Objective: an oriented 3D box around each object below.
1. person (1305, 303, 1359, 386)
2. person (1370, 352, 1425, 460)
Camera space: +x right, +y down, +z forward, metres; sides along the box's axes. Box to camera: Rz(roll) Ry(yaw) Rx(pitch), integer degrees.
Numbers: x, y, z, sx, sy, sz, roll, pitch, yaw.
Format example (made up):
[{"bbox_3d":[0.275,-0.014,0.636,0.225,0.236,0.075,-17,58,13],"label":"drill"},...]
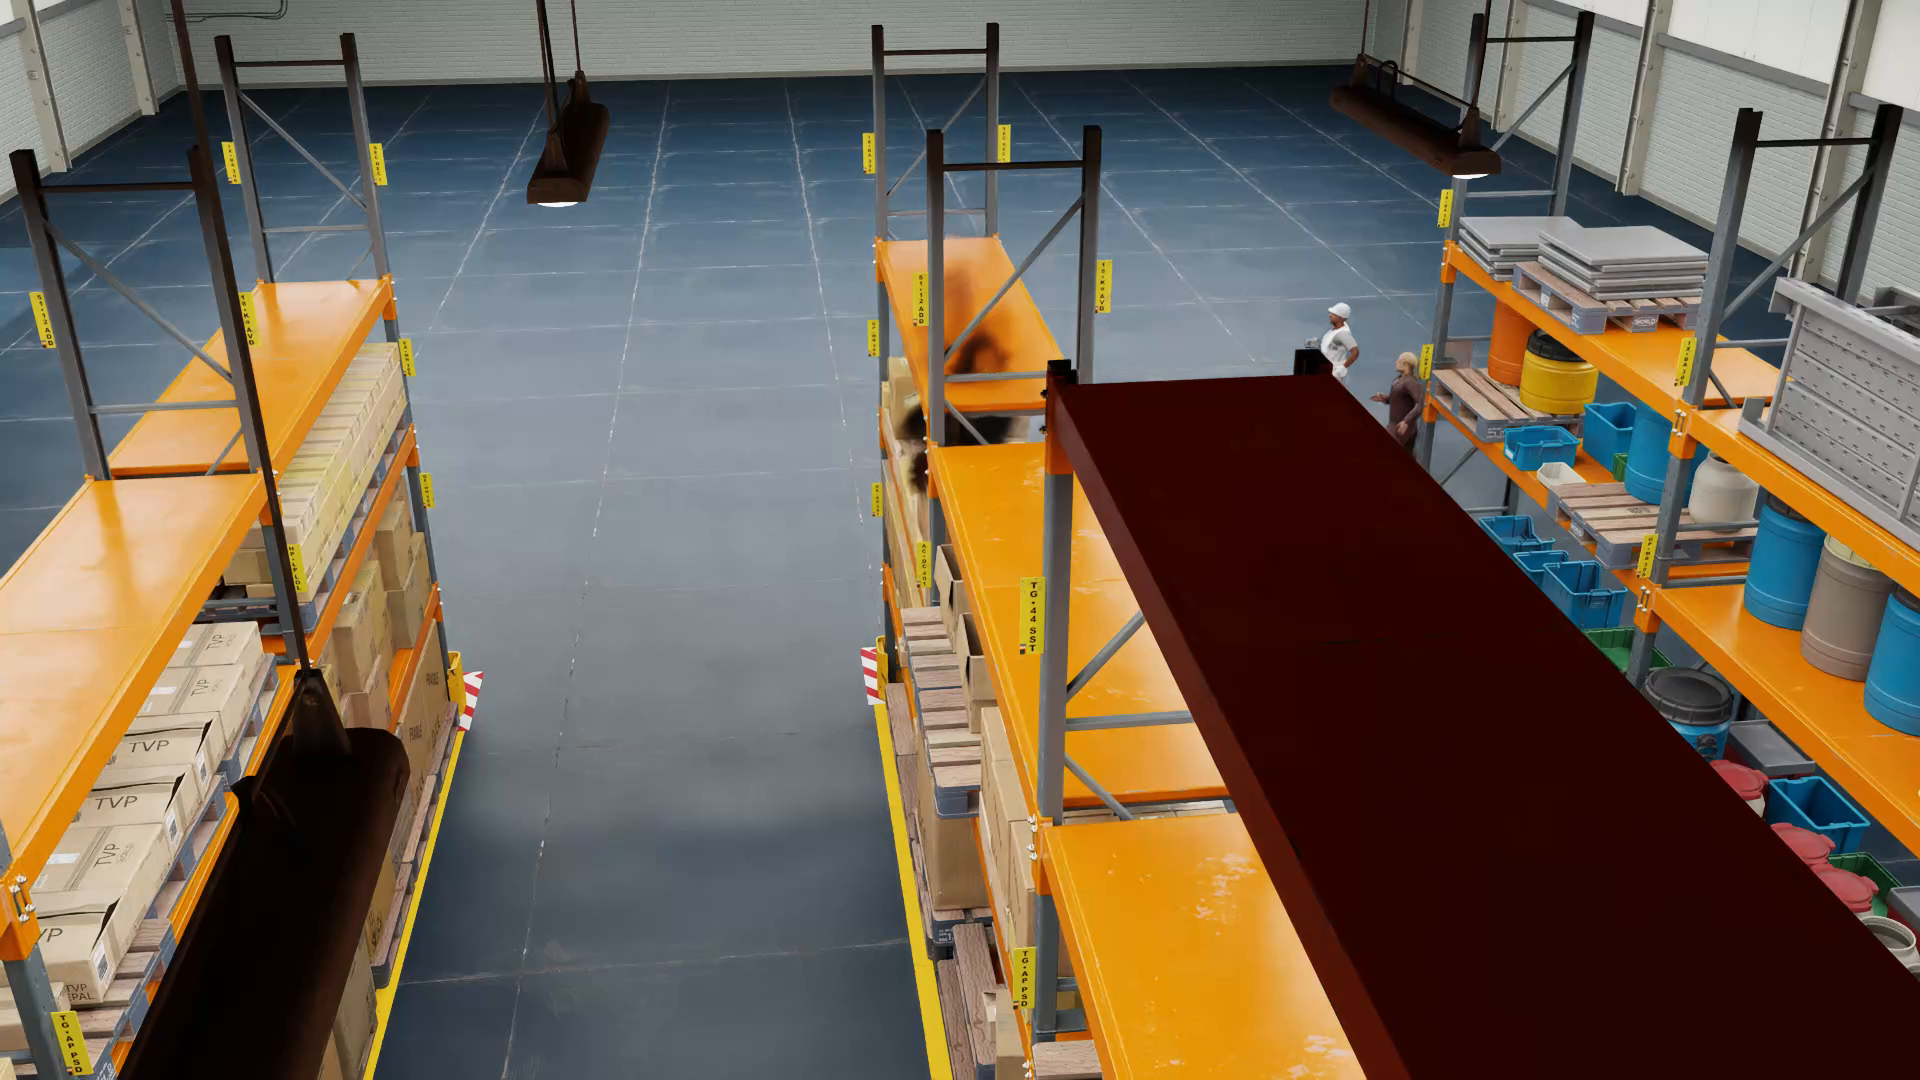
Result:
[{"bbox_3d":[4.671,-2.065,20.742,0.828,1.836,0.667,8,27,15],"label":"person"},{"bbox_3d":[5.095,-1.255,19.108,0.846,1.867,0.740,9,27,18],"label":"person"}]
